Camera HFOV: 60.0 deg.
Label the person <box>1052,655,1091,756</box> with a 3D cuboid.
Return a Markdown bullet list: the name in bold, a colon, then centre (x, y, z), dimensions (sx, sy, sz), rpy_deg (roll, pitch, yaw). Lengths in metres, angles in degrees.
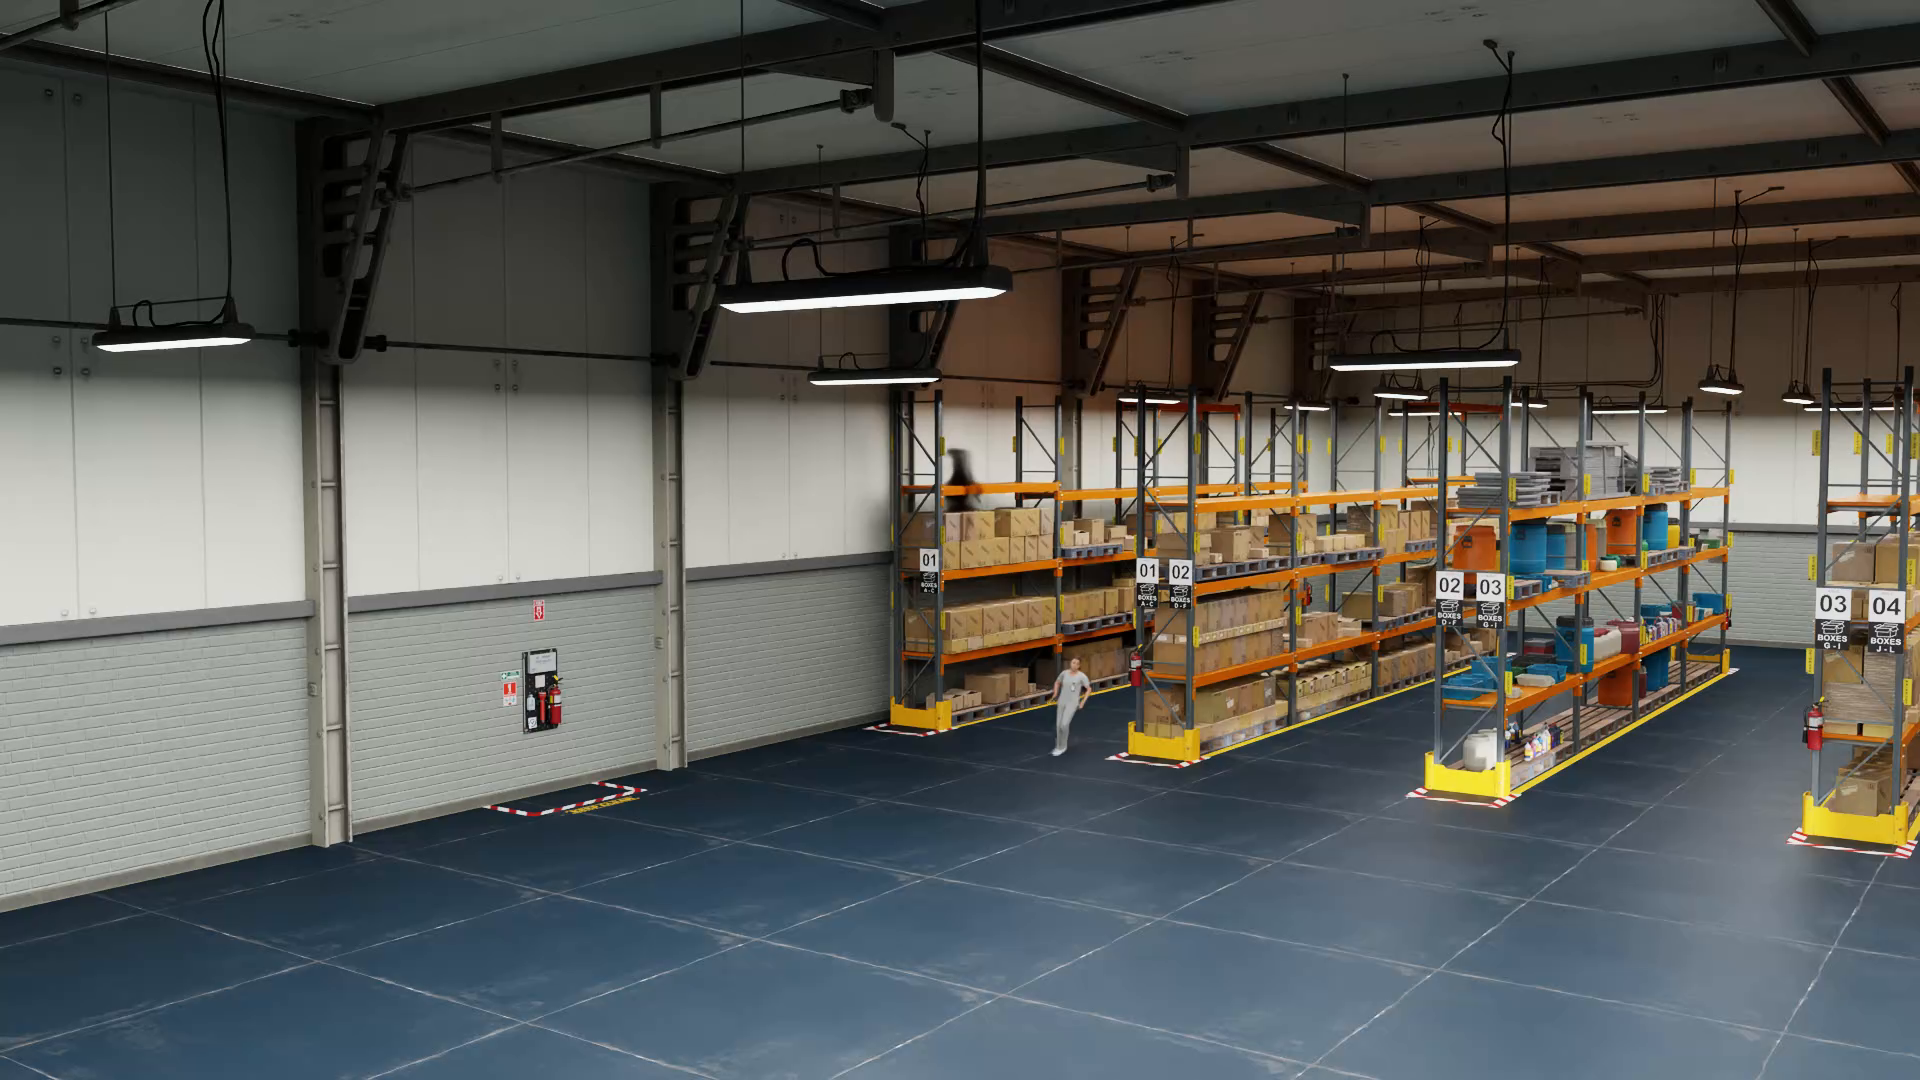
- **person**: centre (1.788, 2.672, 26.908), dimensions (0.611, 1.630, 0.557), rpy_deg (1, 3, 23)
